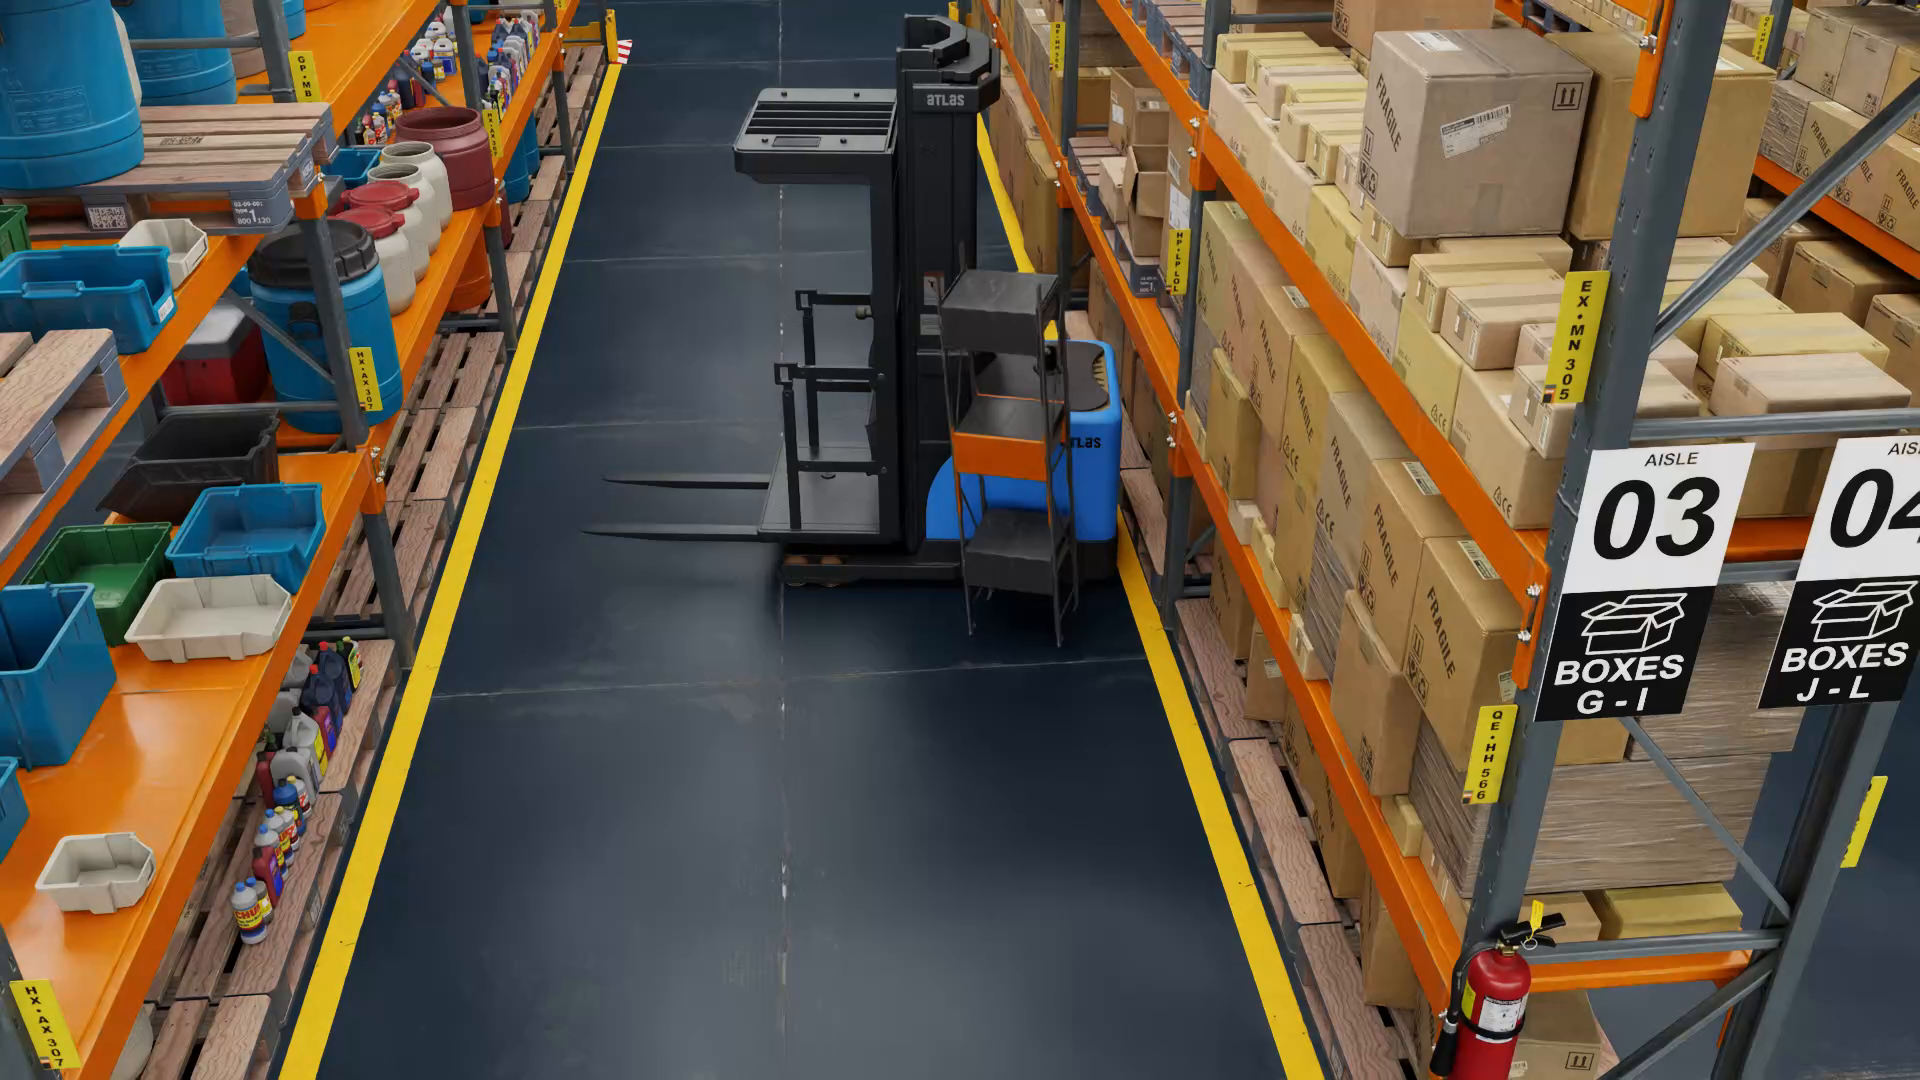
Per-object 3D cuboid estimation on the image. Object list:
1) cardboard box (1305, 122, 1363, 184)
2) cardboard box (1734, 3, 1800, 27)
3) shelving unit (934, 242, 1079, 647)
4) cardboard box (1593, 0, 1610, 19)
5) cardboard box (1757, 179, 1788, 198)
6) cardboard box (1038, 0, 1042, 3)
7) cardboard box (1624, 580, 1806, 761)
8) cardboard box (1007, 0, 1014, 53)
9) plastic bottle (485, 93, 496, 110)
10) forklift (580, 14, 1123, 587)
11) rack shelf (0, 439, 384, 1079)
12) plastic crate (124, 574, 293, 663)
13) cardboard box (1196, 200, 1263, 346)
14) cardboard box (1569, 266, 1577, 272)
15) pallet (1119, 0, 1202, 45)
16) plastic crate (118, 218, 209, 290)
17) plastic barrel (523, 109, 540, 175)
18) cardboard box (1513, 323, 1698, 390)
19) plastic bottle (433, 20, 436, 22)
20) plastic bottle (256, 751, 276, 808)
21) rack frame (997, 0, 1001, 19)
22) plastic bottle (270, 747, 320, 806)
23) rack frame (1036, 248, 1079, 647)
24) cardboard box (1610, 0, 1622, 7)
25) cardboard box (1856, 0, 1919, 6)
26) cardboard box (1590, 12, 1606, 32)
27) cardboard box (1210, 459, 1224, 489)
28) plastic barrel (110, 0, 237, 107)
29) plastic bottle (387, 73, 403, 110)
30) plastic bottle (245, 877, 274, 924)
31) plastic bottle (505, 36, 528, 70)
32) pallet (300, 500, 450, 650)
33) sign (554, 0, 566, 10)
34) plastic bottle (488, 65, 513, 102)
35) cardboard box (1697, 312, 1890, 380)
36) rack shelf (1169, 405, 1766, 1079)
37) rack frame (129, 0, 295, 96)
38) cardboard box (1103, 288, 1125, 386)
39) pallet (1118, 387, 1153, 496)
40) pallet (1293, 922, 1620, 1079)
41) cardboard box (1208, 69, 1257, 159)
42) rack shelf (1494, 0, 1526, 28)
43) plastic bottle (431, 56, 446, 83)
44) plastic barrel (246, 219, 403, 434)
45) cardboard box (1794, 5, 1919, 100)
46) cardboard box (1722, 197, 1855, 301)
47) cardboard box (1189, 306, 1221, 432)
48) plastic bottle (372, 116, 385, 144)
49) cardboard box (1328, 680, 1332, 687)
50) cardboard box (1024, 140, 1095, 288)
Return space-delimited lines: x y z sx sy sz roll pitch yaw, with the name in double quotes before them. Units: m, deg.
"cardboard box" 1.472 -1.402 6.004 0.380 0.149 0.250 -3 31 -6
"cardboard box" 6.243 -4.051 12.862 0.380 0.149 0.250 -4 31 -7
"shelving unit" 0.265 -0.435 8.374 0.503 2.100 0.431 7 37 17
"cardboard box" 5.496 -4.430 13.787 0.380 0.149 0.250 -3 31 -5
"cardboard box" 6.340 -2.873 12.932 0.500 0.250 0.500 -4 31 -7
"cardboard box" 0.962 -4.733 13.674 0.797 0.503 0.637 -2 31 -4
"cardboard box" 2.183 0.296 4.966 0.500 0.500 0.500 -3 31 -5
"cardboard box" 0.684 -4.476 14.221 0.500 0.500 0.500 -3 31 -5
"plastic bottle" -3.445 -3.150 12.212 0.061 0.283 0.133 -3 31 -5
"forklift" -0.626 -1.267 9.013 3.031 2.935 1.130 1 31 1
"rack shelf" -3.155 0.715 6.329 1.077 0.370 4.000 -3 31 -5
"plastic crate" -2.938 0.315 6.554 0.530 0.136 0.437 -3 31 -5
"cardboard box" 1.378 -1.210 7.488 0.500 0.500 0.500 -3 31 -5
"cardboard box" 2.079 -0.808 5.398 0.500 0.250 0.500 -3 31 -5
"pallet" 1.538 -2.909 8.953 1.213 0.211 1.003 -3 31 -5
"plastic crate" -2.790 -0.989 5.813 0.243 0.136 0.396 -3 31 -5
"plastic barrel" -4.056 -3.700 14.656 0.600 0.901 0.708 -3 31 -5
"cardboard box" 1.719 -0.470 4.444 0.380 0.149 0.250 -4 31 -6
"plastic bottle" -4.429 -4.260 14.083 0.097 0.271 0.097 0 31 0
"plastic bottle" -3.042 1.029 7.322 0.061 0.283 0.133 -3 31 -5
"rack frame" 0.842 -4.936 15.089 1.000 3.000 0.127 -3 31 -5
"plastic bottle" -2.936 1.027 7.333 0.152 0.276 0.135 -2 31 -4
"rack frame" 0.496 -0.408 8.302 0.015 2.100 0.400 7 37 17
"cardboard box" 5.519 -4.430 13.496 0.380 0.149 0.250 -2 31 -3
"cardboard box" 10.590 -5.735 18.515 0.875 0.438 0.875 -2 31 -3
"cardboard box" 5.496 -4.305 13.868 0.380 0.149 0.250 -3 31 -5
"cardboard box" 1.371 -0.365 7.682 0.380 0.149 0.250 -3 31 -5
"plastic barrel" -3.606 -2.367 7.374 0.600 0.901 0.708 -3 31 -5
"plastic bottle" -4.285 -3.376 12.591 0.061 0.283 0.133 -3 31 -5
"plastic bottle" -2.837 1.446 6.703 0.097 0.201 0.097 0 31 0
"plastic bottle" -3.650 -4.016 13.670 0.152 0.276 0.135 -3 31 -5
"pallet" -3.454 0.183 9.237 1.003 0.211 1.213 -3 31 -5
"sign" -3.542 -4.843 14.664 0.100 0.325 0.005 -3 31 -5
"plastic bottle" -3.564 -3.548 12.886 0.152 0.276 0.135 -3 31 -5
"cardboard box" 2.240 -0.493 4.483 0.380 0.149 0.250 -2 31 -4
"rack shelf" 1.776 0.478 6.726 1.077 0.370 4.000 -3 31 -5
"rack frame" -3.342 -3.190 6.316 1.000 3.000 0.127 -3 31 -5
"cardboard box" 1.363 -1.386 11.154 0.700 0.500 0.500 -5 31 -9
"pallet" 1.398 -0.677 10.677 1.003 0.211 1.213 -3 31 -5
"pallet" 1.915 1.932 6.310 1.003 0.211 1.213 -3 31 -5
"cardboard box" 1.376 -1.833 7.115 0.500 0.250 0.500 -4 31 -7
"rack shelf" 5.603 -5.835 17.295 1.077 0.370 4.000 -3 31 -5
"plastic bottle" -4.195 -3.784 13.353 0.097 0.201 0.097 0 31 0
"plastic barrel" -3.077 -1.042 8.080 0.600 0.901 0.708 -3 31 -5
"cardboard box" 6.195 -3.323 11.315 0.700 0.500 0.500 -3 31 -5
"cardboard box" 6.131 -1.980 11.923 1.050 0.750 0.750 -3 31 -5
"cardboard box" 1.570 -0.790 7.760 0.875 0.500 0.500 -3 31 -5
"plastic bottle" -4.192 -2.935 11.933 0.097 0.201 0.097 0 31 0
"cardboard box" 1.598 0.525 6.191 0.380 0.149 0.250 -3 31 -5
"cardboard box" 1.172 -2.516 12.699 1.225 0.875 0.875 -4 31 -7
